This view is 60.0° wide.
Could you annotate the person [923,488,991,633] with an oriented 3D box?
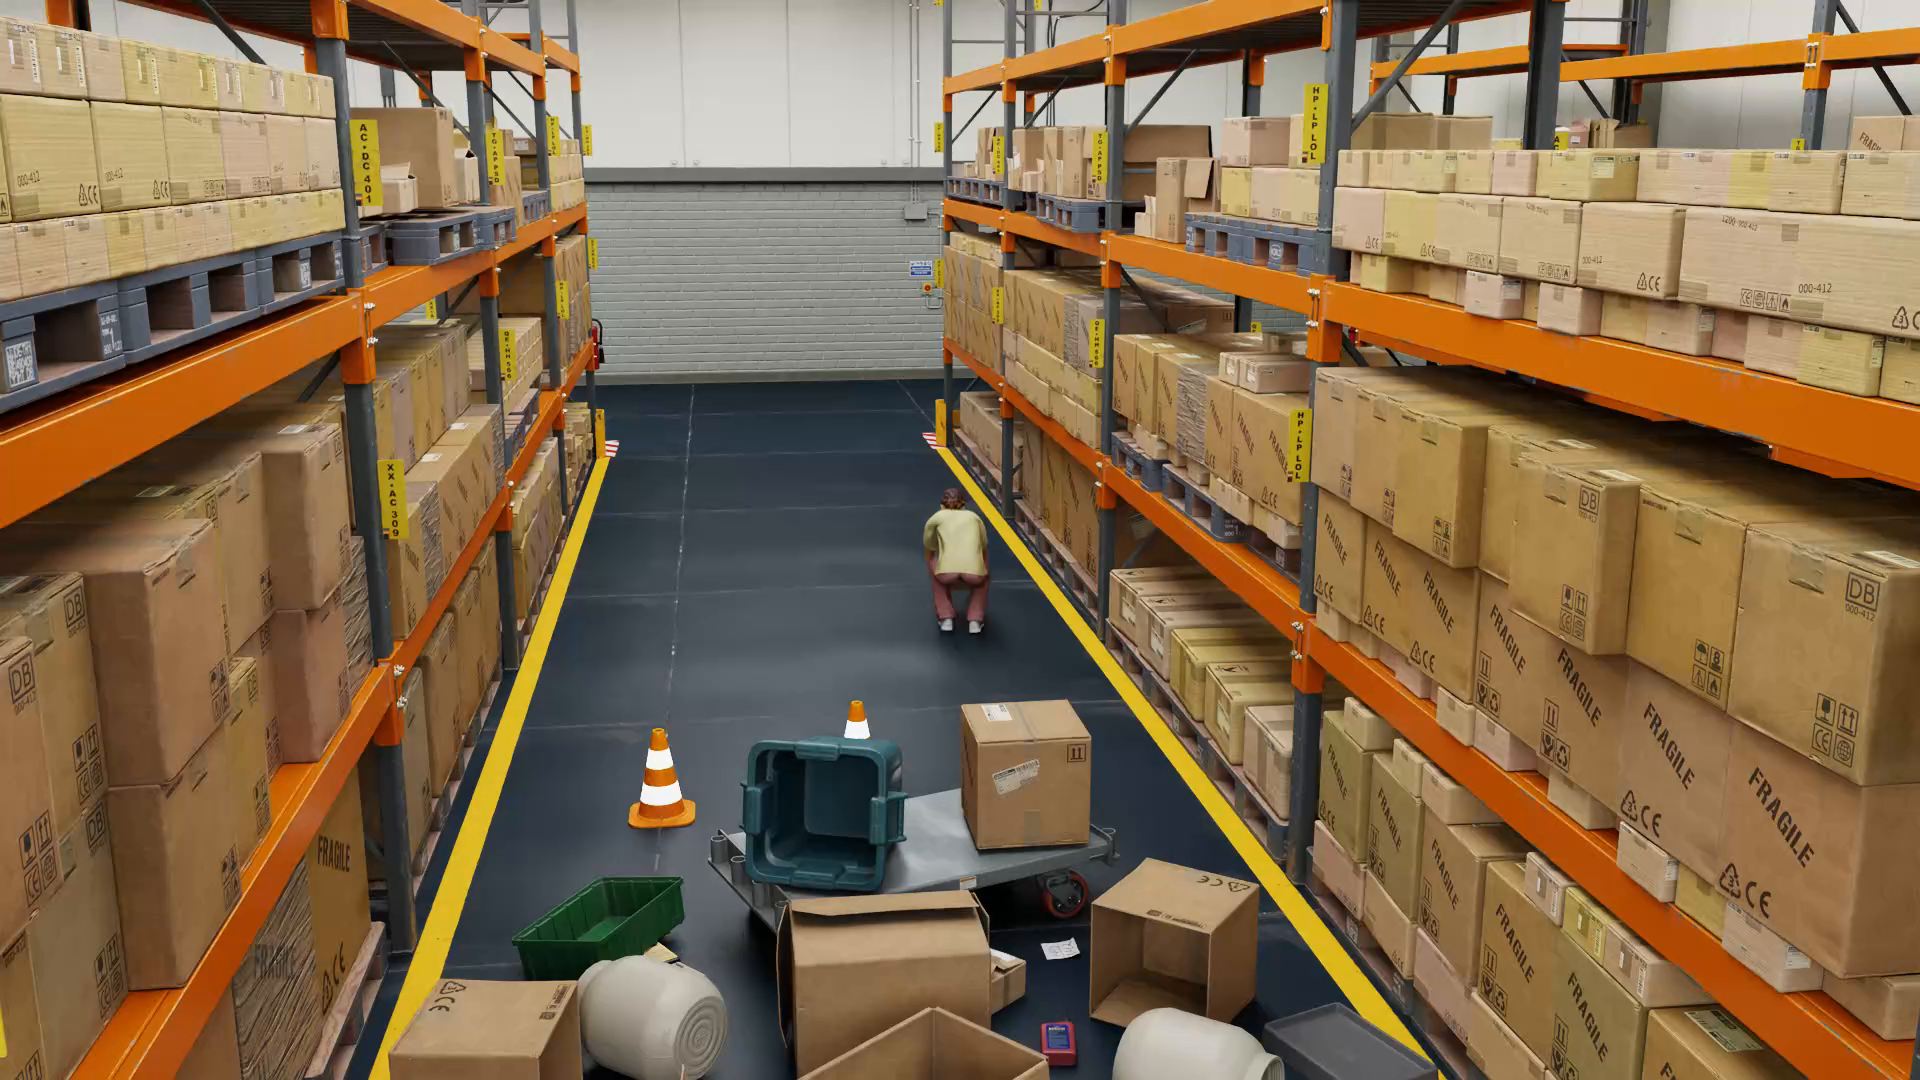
[{"bbox_3d":[-0.024,0.147,11.950,0.491,0.954,0.793,0,13,1],"label":"person"}]
